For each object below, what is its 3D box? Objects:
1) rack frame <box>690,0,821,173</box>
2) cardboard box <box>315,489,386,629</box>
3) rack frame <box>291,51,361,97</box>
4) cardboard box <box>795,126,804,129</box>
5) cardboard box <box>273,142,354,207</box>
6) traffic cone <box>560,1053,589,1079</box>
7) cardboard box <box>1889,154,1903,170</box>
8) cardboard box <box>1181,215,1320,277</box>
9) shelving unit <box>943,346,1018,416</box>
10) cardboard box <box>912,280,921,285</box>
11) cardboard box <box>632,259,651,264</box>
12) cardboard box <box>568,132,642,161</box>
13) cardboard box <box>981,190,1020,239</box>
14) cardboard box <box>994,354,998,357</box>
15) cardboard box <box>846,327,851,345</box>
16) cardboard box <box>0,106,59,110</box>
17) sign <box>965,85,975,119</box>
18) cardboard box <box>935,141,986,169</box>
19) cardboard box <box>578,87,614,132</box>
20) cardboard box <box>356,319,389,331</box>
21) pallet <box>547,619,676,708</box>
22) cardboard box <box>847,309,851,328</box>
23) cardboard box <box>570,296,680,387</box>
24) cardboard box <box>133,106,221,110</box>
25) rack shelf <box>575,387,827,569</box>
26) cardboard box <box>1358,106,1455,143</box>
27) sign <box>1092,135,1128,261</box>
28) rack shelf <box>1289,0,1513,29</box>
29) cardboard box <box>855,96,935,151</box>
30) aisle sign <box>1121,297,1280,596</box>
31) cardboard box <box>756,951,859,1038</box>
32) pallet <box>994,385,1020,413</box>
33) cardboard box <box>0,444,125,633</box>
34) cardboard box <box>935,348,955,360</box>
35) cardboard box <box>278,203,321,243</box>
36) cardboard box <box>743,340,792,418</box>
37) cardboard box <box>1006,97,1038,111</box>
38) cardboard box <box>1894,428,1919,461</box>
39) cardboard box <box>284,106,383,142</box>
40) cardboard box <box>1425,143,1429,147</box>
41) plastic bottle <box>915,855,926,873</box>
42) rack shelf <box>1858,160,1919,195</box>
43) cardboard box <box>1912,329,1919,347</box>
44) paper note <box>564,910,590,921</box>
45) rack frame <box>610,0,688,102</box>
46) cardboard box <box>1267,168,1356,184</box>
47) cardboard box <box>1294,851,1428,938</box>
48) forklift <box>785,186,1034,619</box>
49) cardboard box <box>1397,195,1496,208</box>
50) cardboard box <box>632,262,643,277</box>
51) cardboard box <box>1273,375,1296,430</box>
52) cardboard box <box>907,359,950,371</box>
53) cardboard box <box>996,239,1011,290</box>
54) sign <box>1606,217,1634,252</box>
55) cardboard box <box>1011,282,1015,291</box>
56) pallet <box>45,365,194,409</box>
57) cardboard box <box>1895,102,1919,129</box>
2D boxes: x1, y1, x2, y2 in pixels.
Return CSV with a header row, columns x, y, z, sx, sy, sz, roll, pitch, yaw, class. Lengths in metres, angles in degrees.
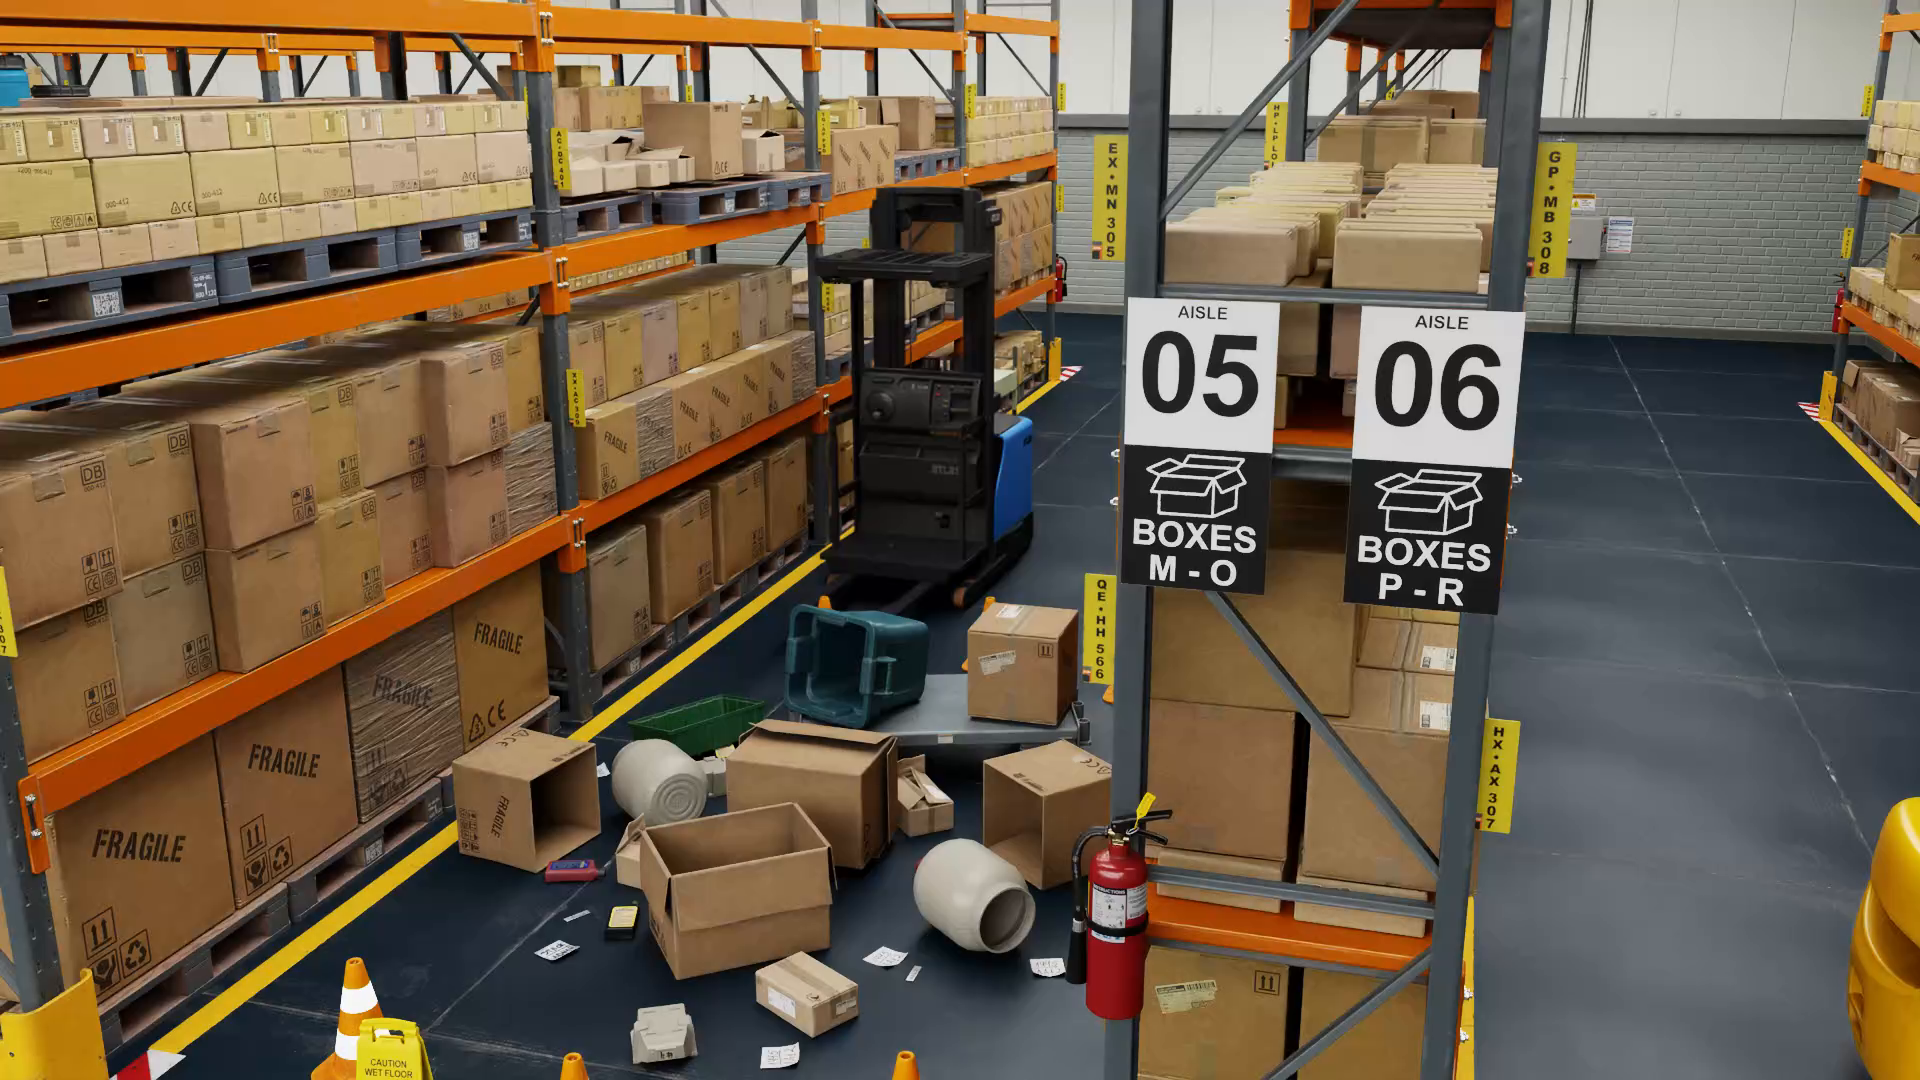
x,y,z,sx,sy,sz,roll,pitch,yaw,class
-1.573,-4.324,12.583,1.000,3.000,0.127,5,16,16,rack frame
-3.259,0.058,7.853,0.875,0.550,0.500,5,16,16,cardboard box
-8.775,-7.212,22.766,1.000,3.000,0.127,5,16,16,rack frame
-1.525,-3.230,14.040,0.500,0.500,0.500,5,16,16,cardboard box
-3.034,-1.612,7.294,0.500,0.250,0.500,5,16,16,cardboard box
-1.347,2.023,5.848,0.336,0.463,0.334,5,16,16,traffic cone
9.546,-3.784,16.636,0.380,0.149,0.250,5,16,16,cardboard box
0.851,-0.869,4.899,0.380,0.149,0.250,5,17,17,cardboard box
0.176,-0.845,14.059,0.431,1.500,0.755,5,17,18,shelving unit
-0.589,-2.525,15.836,0.380,0.149,0.250,5,16,16,cardboard box
-4.199,-3.600,20.753,0.500,0.250,0.500,4,16,14,cardboard box
-2.423,-2.517,10.921,0.500,0.311,0.500,4,16,14,cardboard box
0.378,-3.656,18.662,0.500,0.500,0.500,4,16,14,cardboard box
0.221,-2.021,18.821,0.380,0.149,0.250,4,16,14,cardboard box
-1.100,-1.761,14.233,0.380,0.149,0.250,5,17,19,cardboard box
-6.941,-2.859,11.957,0.797,0.503,0.637,5,17,18,cardboard box
0.097,-4.324,16.409,0.100,0.325,0.005,5,16,16,sign
-0.052,-3.956,17.057,0.500,0.250,0.500,5,17,19,cardboard box
-4.557,-5.112,19.723,0.700,0.500,0.500,5,17,18,cardboard box
-5.757,-2.138,15.688,0.500,0.500,0.500,4,16,14,cardboard box
-2.563,0.742,10.825,1.003,0.211,1.213,5,16,16,pallet
-1.095,-1.914,14.227,0.380,0.149,0.250,4,16,14,cardboard box
-2.286,-1.318,10.963,0.700,0.500,0.500,5,17,16,cardboard box
-3.571,-1.880,7.511,0.380,0.149,0.250,5,16,16,cardboard box
-2.141,-0.569,11.655,1.077,0.370,4.000,5,16,16,rack shelf
3.164,-2.886,12.050,0.797,0.503,0.637,4,16,12,cardboard box
0.402,-0.905,4.403,0.100,0.325,0.005,5,16,16,sign
1.496,-2.049,5.887,1.077,0.370,4.000,5,16,16,rack shelf
-0.650,-4.087,16.292,0.700,0.500,0.500,5,16,16,cardboard box
0.632,-0.244,4.430,0.394,0.787,0.004,5,16,16,aisle sign
-0.636,1.885,6.912,0.250,0.149,0.380,-15,21,-41,cardboard box
0.065,-1.642,19.230,1.003,0.211,1.213,5,16,16,pallet
-3.704,-0.031,6.187,0.875,0.550,0.550,5,16,16,cardboard box
-0.109,-2.118,19.164,0.380,0.149,0.250,5,16,16,cardboard box
-3.011,-1.379,7.205,0.380,0.149,0.250,5,17,16,cardboard box
-1.587,-1.217,12.440,0.500,0.500,0.500,5,16,16,cardboard box
0.680,-5.023,19.172,0.380,0.149,0.250,5,17,17,cardboard box
9.077,-0.892,15.717,0.396,0.266,0.258,5,17,18,cardboard box
-2.868,-1.897,7.569,0.380,0.149,0.250,4,16,15,cardboard box
2.923,-2.324,10.847,0.700,0.500,0.500,5,16,16,cardboard box
-0.100,1.572,8.176,0.133,0.061,0.283,8,18,25,plastic bottle
9.667,-3.363,16.011,1.077,0.370,4.000,5,16,16,rack shelf
9.051,-1.865,15.368,0.380,0.149,0.250,5,17,17,cardboard box
-1.770,1.737,7.686,0.123,0.001,0.032,-15,21,-41,paper note
-4.026,-6.828,21.412,1.000,3.000,0.127,5,16,16,rack frame
1.533,-1.544,7.278,0.380,0.149,0.250,4,16,14,cardboard box
1.223,1.061,5.054,0.380,0.149,0.250,5,16,16,cardboard box
-0.365,-1.035,12.106,1.130,2.935,3.031,5,17,18,forklift
1.685,-1.092,5.686,0.380,0.149,0.250,5,17,17,cardboard box
-4.174,-3.367,20.664,0.380,0.149,0.250,5,16,16,cardboard box
0.761,-0.425,4.793,0.380,0.149,0.250,5,17,16,cardboard box
-0.406,-1.630,16.517,0.500,0.250,0.500,4,16,14,cardboard box
0.257,-3.045,18.338,0.500,0.500,0.500,4,16,15,cardboard box
9.560,-4.420,24.088,0.329,0.494,0.001,5,16,16,sign
0.428,-2.973,19.273,0.380,0.149,0.250,4,16,14,cardboard box
-6.823,-1.236,13.040,1.003,0.211,1.213,5,16,16,pallet
9.576,-4.183,16.398,0.500,0.250,0.500,4,16,15,cardboard box
